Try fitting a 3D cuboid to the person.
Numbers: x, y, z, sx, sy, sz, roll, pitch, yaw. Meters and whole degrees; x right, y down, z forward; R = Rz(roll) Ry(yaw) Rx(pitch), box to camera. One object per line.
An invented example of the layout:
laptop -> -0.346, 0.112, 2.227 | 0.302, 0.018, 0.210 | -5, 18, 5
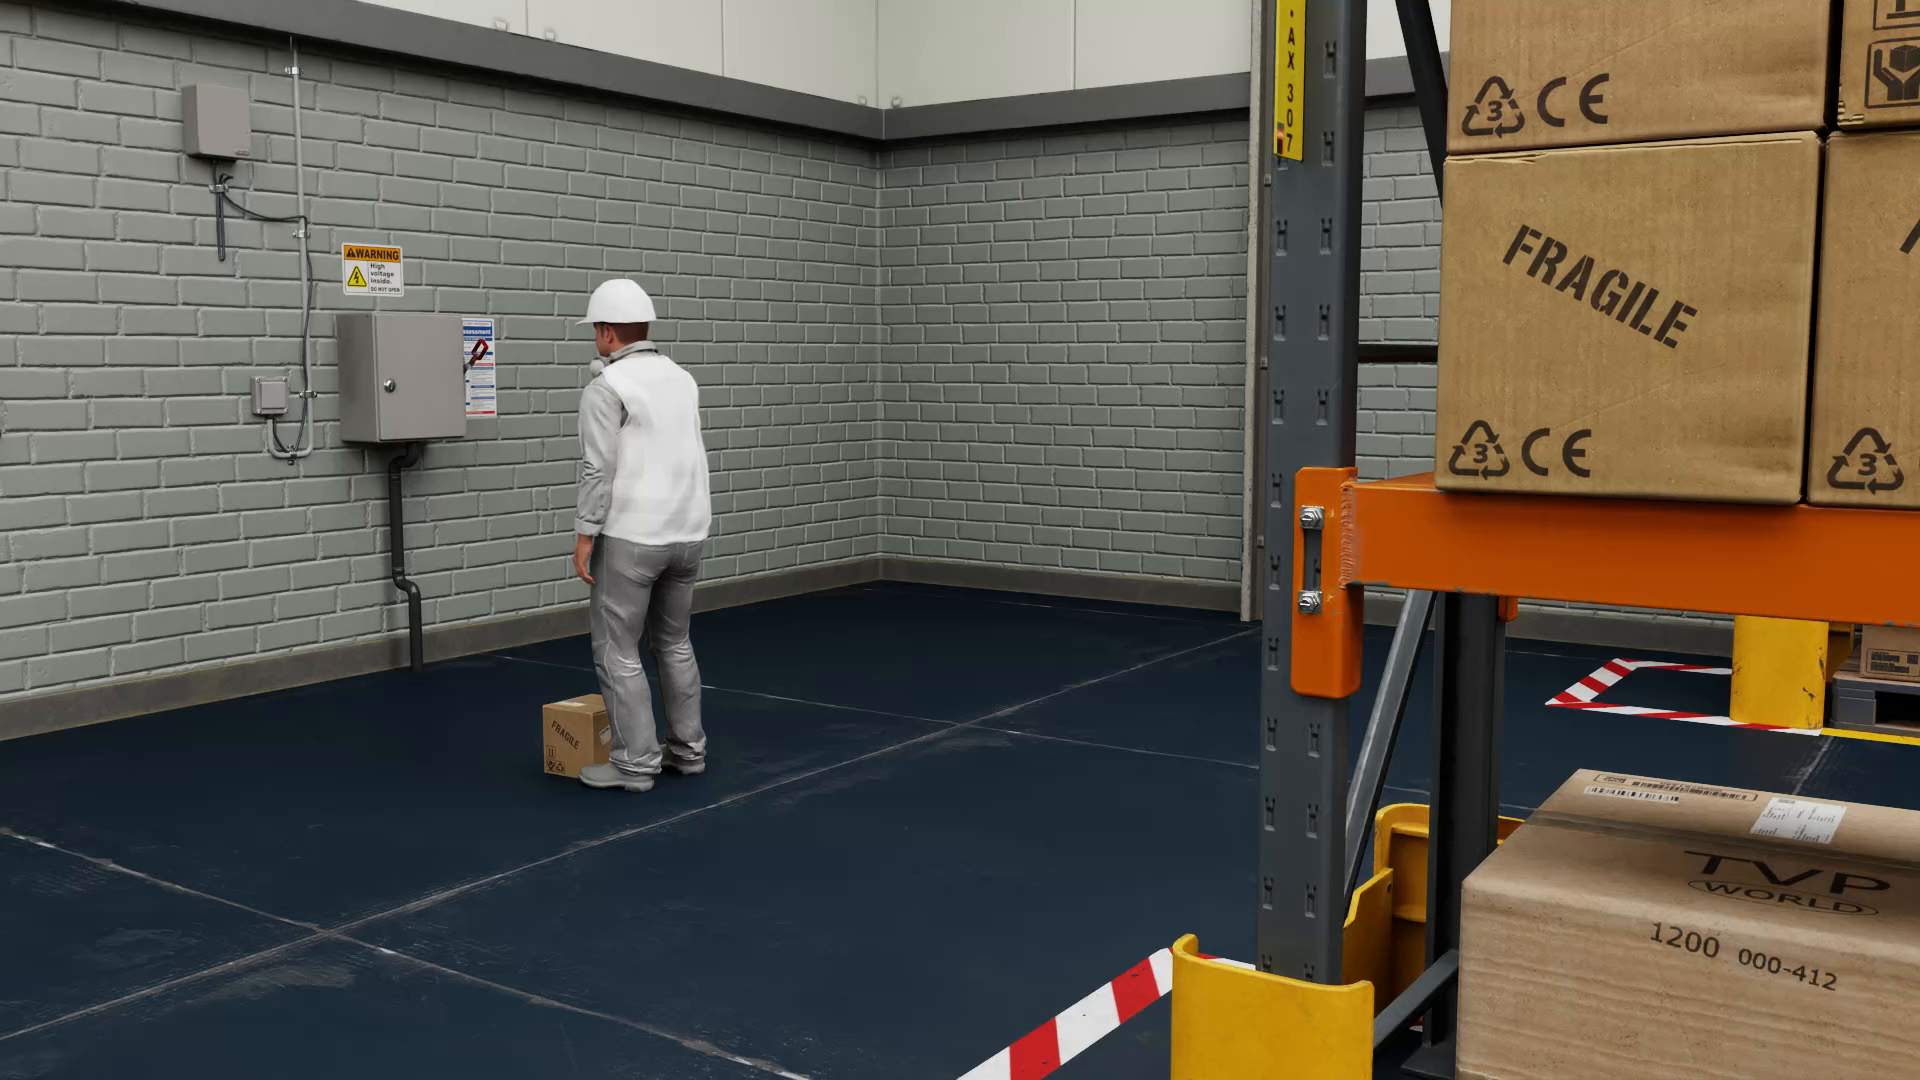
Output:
person -> -1.123, -0.023, 5.856 | 0.462, 1.772, 0.580 | 4, 7, 33
